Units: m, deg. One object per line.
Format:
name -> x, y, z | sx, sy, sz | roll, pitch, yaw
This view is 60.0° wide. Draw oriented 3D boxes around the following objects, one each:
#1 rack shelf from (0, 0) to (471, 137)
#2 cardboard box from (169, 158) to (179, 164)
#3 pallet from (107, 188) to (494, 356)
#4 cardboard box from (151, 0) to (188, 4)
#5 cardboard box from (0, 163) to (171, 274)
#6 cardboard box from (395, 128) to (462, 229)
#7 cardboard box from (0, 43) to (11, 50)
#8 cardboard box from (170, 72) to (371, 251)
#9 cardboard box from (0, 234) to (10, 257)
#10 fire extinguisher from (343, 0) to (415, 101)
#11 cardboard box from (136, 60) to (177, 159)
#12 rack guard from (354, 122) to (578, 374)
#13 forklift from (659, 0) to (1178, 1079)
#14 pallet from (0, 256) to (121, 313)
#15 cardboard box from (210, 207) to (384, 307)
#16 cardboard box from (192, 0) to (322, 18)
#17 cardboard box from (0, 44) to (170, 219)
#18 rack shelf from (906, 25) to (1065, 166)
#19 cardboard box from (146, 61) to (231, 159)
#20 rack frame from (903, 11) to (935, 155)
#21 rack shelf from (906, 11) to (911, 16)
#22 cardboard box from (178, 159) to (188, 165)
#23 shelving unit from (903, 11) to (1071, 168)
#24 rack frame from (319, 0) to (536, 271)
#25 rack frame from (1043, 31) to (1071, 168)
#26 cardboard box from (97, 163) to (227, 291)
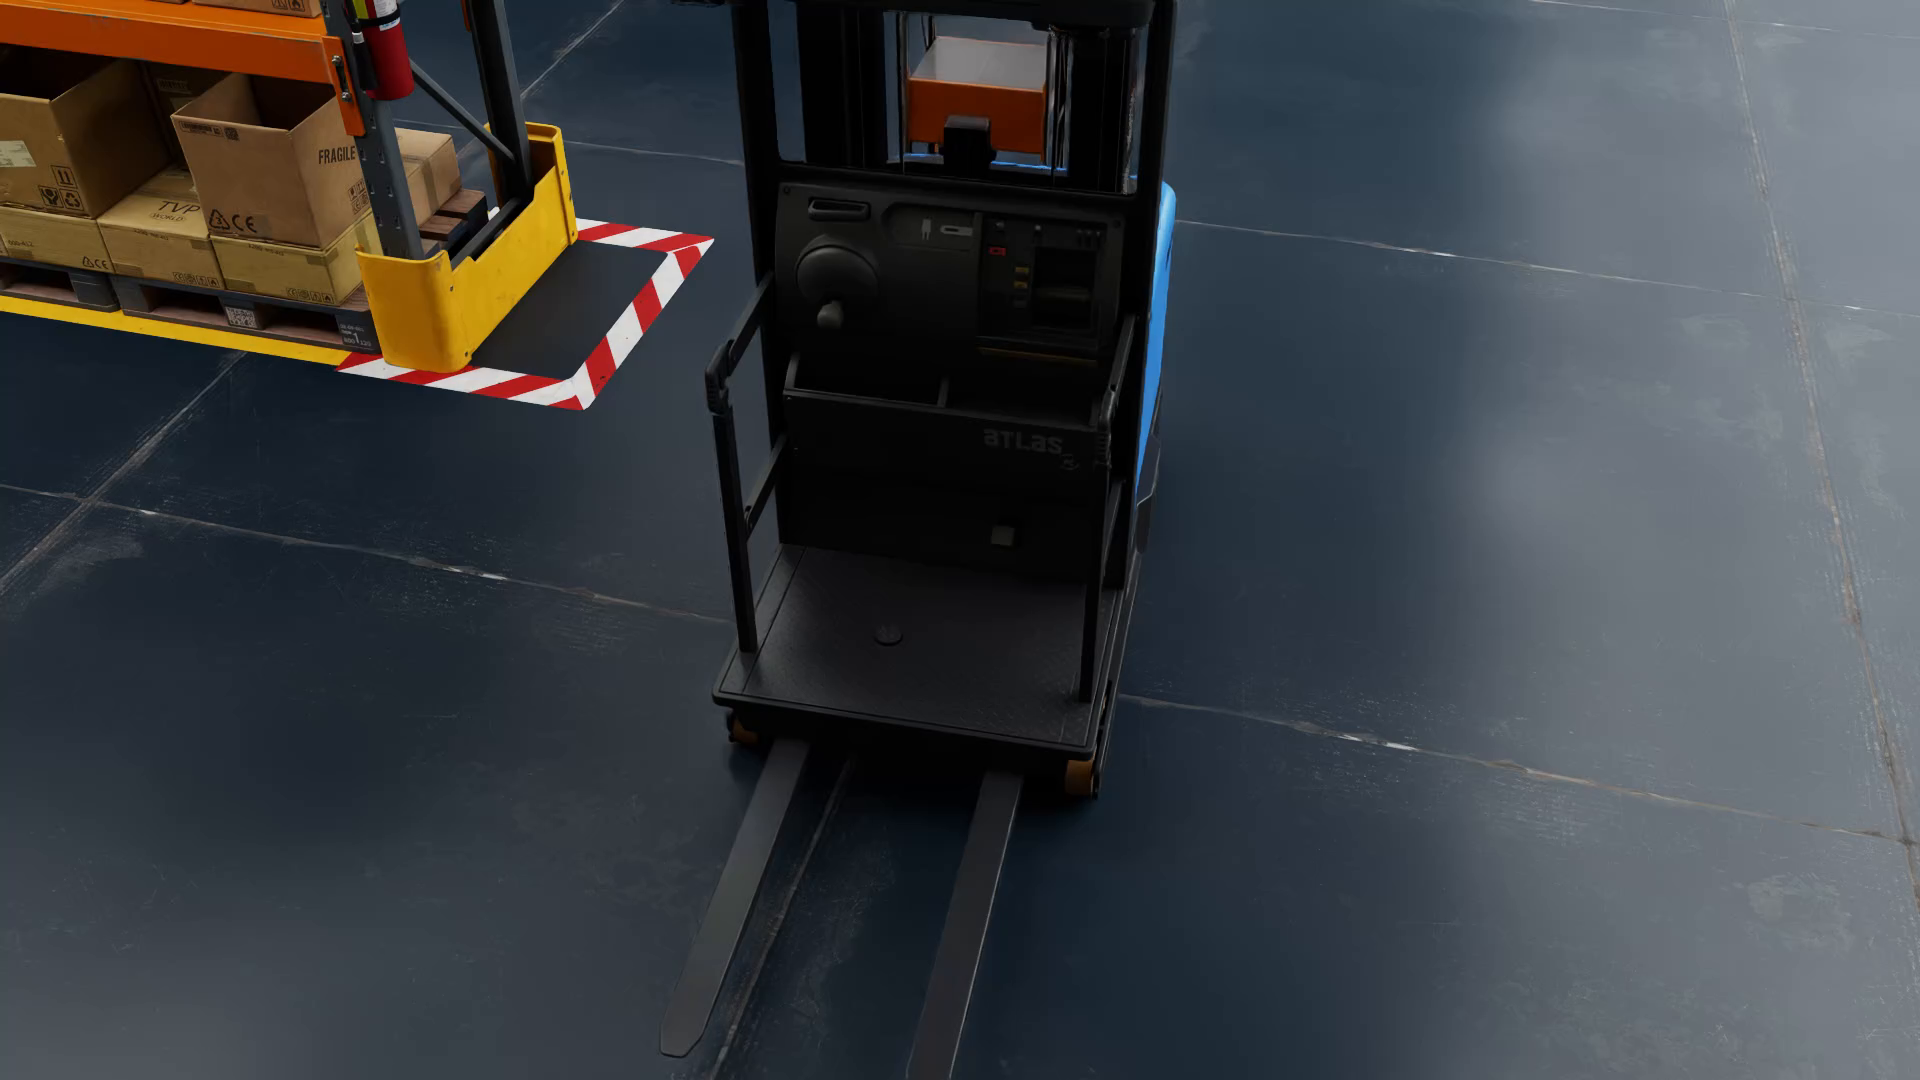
rack shelf -> -3.944, -2.244, 6.649 | 4.000, 0.370, 1.077 | 10, 41, 11
cardboard box -> -3.440, -1.687, 7.237 | 0.500, 0.250, 0.500 | 10, 41, 11
pallet -> -2.762, -1.220, 7.039 | 1.213, 0.211, 1.003 | 10, 41, 11
cardboard box -> -2.969, -2.395, 6.192 | 0.500, 0.500, 0.700 | 11, 41, 13
cardboard box -> -3.576, -1.358, 6.846 | 0.500, 0.250, 0.500 | 10, 41, 11
cardboard box -> -2.473, -1.522, 7.042 | 0.500, 0.250, 0.500 | 10, 41, 11
cardboard box -> -4.060, -1.728, 6.703 | 0.500, 0.500, 0.500 | 10, 41, 11
cardboard box -> -2.607, -1.486, 6.416 | 0.500, 0.500, 0.500 | 10, 41, 11
cardboard box -> -4.059, -1.443, 6.947 | 0.500, 0.250, 0.500 | 10, 41, 11
fire extinguisher -> -2.018, -1.849, 5.680 | 0.183, 0.674, 0.296 | 10, 41, 11
cardboard box -> -3.443, -1.967, 6.988 | 0.500, 0.500, 0.500 | 10, 41, 11
rack guard -> -1.989, -1.226, 6.821 | 0.348, 0.500, 1.175 | 10, 41, 11
forklift -> -0.076, -0.640, 4.233 | 1.130, 2.935, 3.031 | 8, 41, 9
pallet -> -3.937, -1.425, 7.282 | 1.213, 0.211, 1.003 | 10, 41, 11
cardboard box -> -2.607, -1.201, 6.659 | 0.500, 0.250, 0.500 | 10, 41, 11
cardboard box -> -2.460, -2.311, 6.092 | 0.500, 0.500, 0.700 | 10, 41, 11
cardboard box -> -3.577, -1.644, 6.603 | 0.500, 0.500, 0.500 | 10, 41, 11
rack shelf -> 0.097, -1.474, 5.882 | 0.480, 0.518, 0.431 | 8, 39, 10
cardboard box -> -2.956, -1.891, 6.898 | 0.500, 0.500, 0.500 | 10, 41, 11
rack frame -> -0.141, -1.519, 5.915 | 0.015, 2.100, 0.400 | 8, 39, 10
rack shelf -> 0.102, -2.023, 5.449 | 0.480, 0.518, 0.431 | 8, 39, 10
cardboard box -> -2.957, -1.603, 7.138 | 0.500, 0.250, 0.500 | 10, 41, 11
shelving unit -> 0.097, -1.484, 5.874 | 0.503, 2.100, 0.431 | 8, 39, 10
rack frame -> -2.012, -2.187, 6.022 | 0.127, 3.000, 1.000 | 10, 41, 11
rack frame -> 0.335, -1.450, 5.833 | 0.015, 2.100, 0.400 | 8, 39, 10
cardboard box -> -3.093, -1.276, 6.749 | 0.500, 0.250, 0.500 | 10, 41, 11
